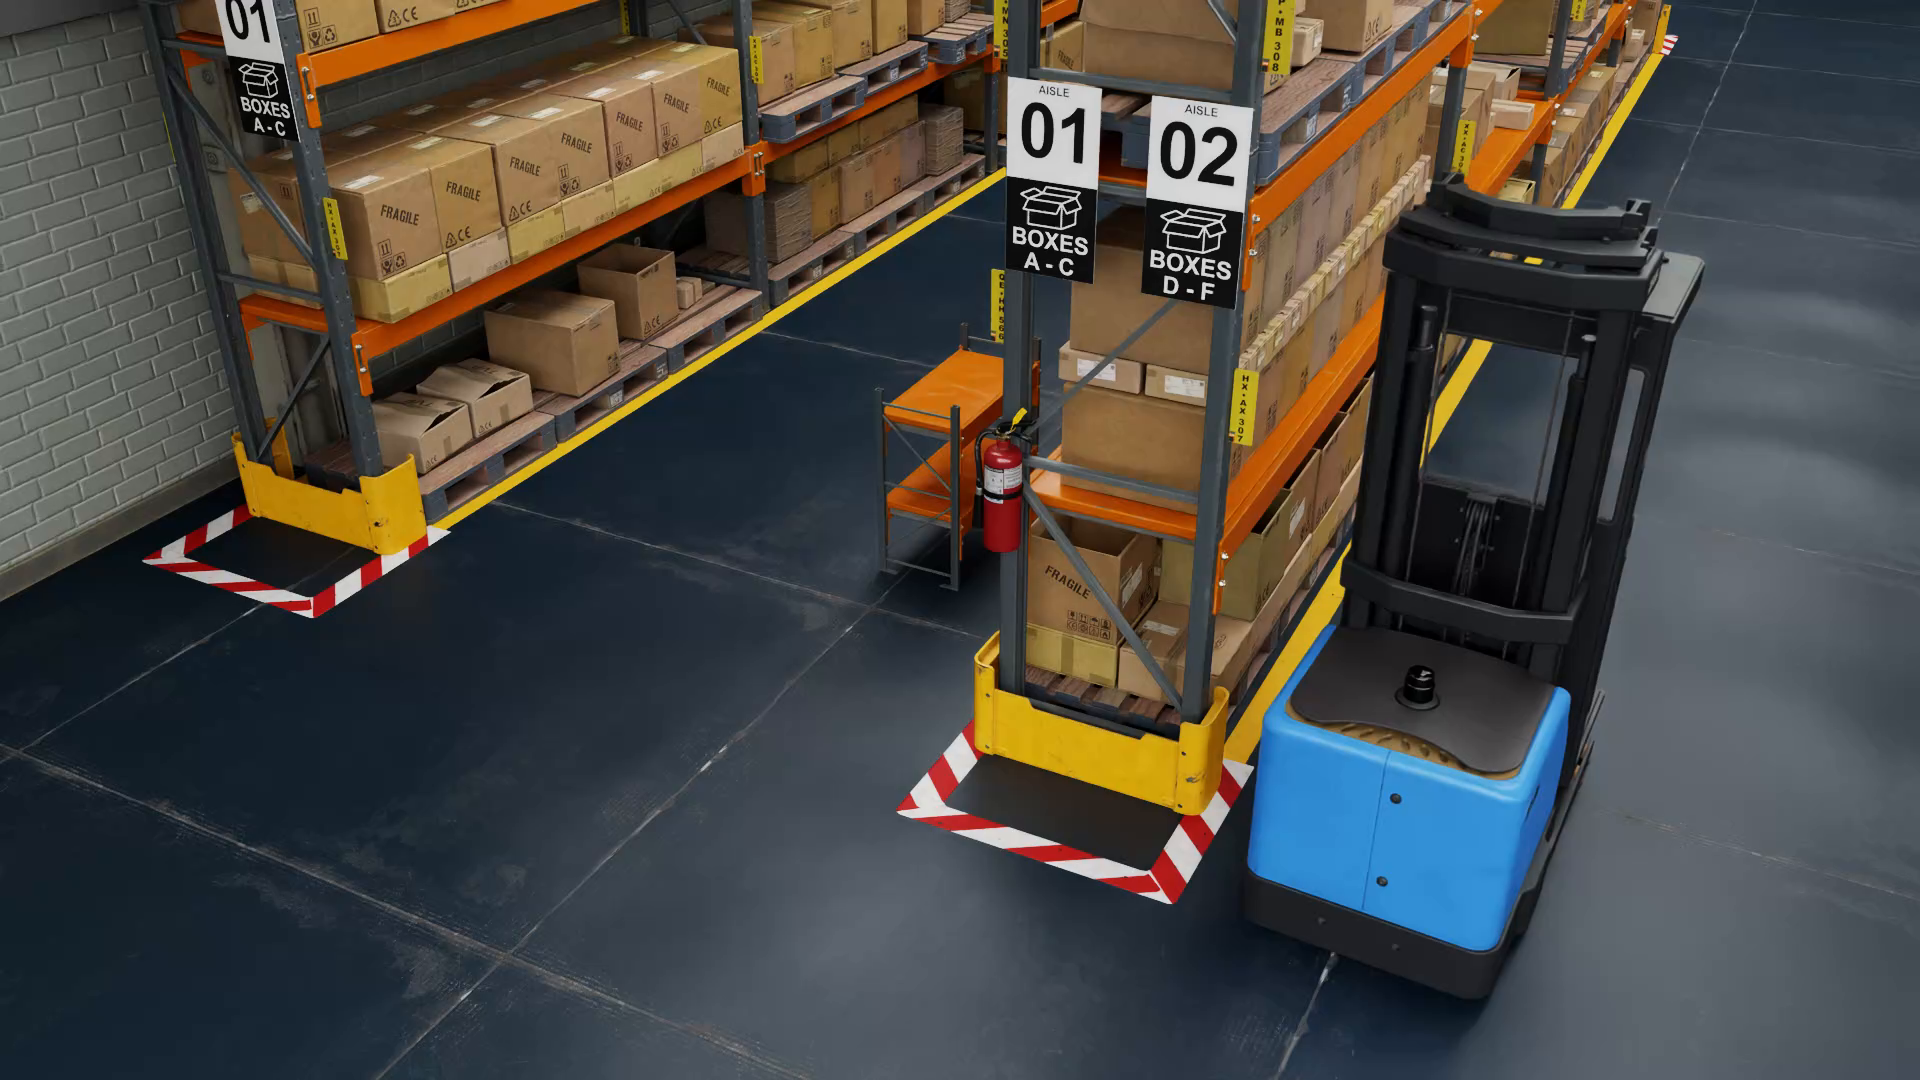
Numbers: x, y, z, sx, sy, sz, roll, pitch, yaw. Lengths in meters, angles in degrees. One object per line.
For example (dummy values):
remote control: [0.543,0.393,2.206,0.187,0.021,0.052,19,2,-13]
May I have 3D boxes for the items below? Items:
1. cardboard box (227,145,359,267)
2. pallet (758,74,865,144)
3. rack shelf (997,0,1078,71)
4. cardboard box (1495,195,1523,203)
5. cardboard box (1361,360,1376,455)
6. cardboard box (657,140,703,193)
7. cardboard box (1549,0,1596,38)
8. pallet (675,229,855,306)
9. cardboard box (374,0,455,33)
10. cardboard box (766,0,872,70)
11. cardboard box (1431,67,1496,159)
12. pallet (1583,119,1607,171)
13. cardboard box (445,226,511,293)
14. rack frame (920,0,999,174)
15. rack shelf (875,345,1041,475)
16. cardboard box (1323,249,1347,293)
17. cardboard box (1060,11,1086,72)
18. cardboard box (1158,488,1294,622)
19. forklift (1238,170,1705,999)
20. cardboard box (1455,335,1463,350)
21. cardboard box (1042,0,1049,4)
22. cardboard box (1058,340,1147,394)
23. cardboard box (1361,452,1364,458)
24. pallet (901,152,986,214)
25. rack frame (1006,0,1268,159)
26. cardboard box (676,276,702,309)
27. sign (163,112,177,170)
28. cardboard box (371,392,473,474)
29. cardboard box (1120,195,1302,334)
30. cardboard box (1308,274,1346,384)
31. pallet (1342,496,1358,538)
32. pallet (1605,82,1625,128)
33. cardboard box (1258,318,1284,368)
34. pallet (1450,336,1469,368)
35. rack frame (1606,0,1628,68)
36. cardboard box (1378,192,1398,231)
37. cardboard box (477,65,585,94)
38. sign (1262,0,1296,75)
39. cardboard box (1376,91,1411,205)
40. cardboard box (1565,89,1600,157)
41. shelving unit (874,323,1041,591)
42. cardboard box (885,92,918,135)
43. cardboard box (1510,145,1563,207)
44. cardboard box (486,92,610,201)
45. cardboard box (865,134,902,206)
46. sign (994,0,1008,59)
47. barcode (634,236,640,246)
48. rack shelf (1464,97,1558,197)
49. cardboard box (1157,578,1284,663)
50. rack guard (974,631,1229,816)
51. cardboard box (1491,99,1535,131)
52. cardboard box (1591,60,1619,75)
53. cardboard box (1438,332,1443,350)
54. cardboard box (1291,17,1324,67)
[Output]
cardboard box: [-3.731,-1.902,9.428,0.500,0.500,0.500,14,33,23]
pallet: [-1.457,-3.372,12.803,1.003,0.211,1.213,14,33,23]
rack shelf: [0.799,-5.497,17.034,1.077,0.370,4.000,14,33,23]
cardboard box: [4.049,-2.514,12.891,0.500,0.311,0.500,14,33,23]
cardboard box: [2.222,-0.868,9.836,0.500,0.500,0.500,14,33,23]
cardboard box: [-2.115,-2.595,11.388,0.500,0.250,0.500,14,33,23]
cardboard box: [5.072,-4.693,14.388,0.700,0.500,0.500,21,36,32]
pallet: [-1.581,-2.286,13.519,1.003,0.211,1.213,14,33,23]
cardboard box: [-3.105,-3.051,8.918,0.500,0.500,0.500,17,34,26]
cardboard box: [-1.139,-4.147,13.417,0.700,0.500,0.500,19,35,30]
cardboard box: [3.549,-3.097,12.030,0.500,0.500,0.500,12,32,21]
pallet: [5.785,-3.995,16.496,1.003,0.211,1.213,14,33,23]
cardboard box: [-3.028,-1.698,9.825,0.500,0.250,0.500,13,32,22]
rack frame: [-0.112,-4.923,15.310,1.000,3.000,0.127,14,33,23]
rack shelf: [0.003,-0.745,9.329,0.538,0.278,1.000,14,33,23]
cardboard box: [1.726,-1.385,8.398,0.380,0.149,0.250,15,33,24]
cardboard box: [1.127,-5.234,17.589,0.750,0.750,0.750,15,33,25]
cardboard box: [1.323,0.022,8.287,0.500,0.500,0.500,14,33,23]
forklift: [2.324,-0.182,7.124,1.130,2.935,3.031,16,33,25]
cardboard box: [3.349,-1.596,11.857,0.500,0.250,0.500,13,32,22]
cardboard box: [0.678,-5.381,16.340,0.380,0.149,0.250,15,33,24]
cardboard box: [0.659,-0.791,7.364,0.380,0.149,0.250,14,33,22]
cardboard box: [2.224,-0.543,10.022,0.500,0.250,0.500,14,33,23]
pallet: [-0.470,-3.367,15.402,1.003,0.211,1.213,14,33,23]
rack frame: [0.655,-2.856,5.687,1.000,3.000,0.127,14,33,23]
cardboard box: [-2.151,-1.868,12.394,0.380,0.166,0.250,10,31,17]
sign: [-4.242,-2.150,9.002,0.100,0.325,0.005,14,33,23]
cardboard box: [-3.361,-0.687,10.193,0.500,0.311,0.500,11,32,18]
cardboard box: [1.138,-1.322,7.637,0.700,0.500,0.500,13,32,22]
cardboard box: [1.582,-1.189,8.707,0.700,0.500,0.500,15,33,25]
pallet: [2.078,-0.475,10.365,1.003,0.211,1.213,14,33,23]
pallet: [6.435,-4.669,17.669,1.003,0.211,1.213,14,33,23]
cardboard box: [1.258,-0.932,7.609,0.380,0.149,0.250,14,33,23]
pallet: [3.333,-1.697,12.492,1.003,0.211,1.213,14,33,23]
rack frame: [6.121,-5.574,16.444,1.000,3.000,0.127,14,33,23]
cardboard box: [2.194,-1.840,9.191,0.380,0.149,0.250,14,33,23]
cardboard box: [-2.805,-2.809,11.007,0.500,0.500,0.500,15,33,25]
sign: [1.146,-1.840,5.972,0.100,0.325,0.005,14,33,23]
cardboard box: [2.052,-2.211,9.185,0.700,0.500,0.500,14,33,23]
cardboard box: [5.690,-3.958,15.698,0.500,0.500,0.500,15,33,24]
shelving unit: [0.003,-0.491,9.475,0.538,1.125,1.048,14,33,23]
cardboard box: [-0.709,-3.785,14.645,0.500,0.250,0.500,15,33,24]
cardboard box: [4.761,-3.044,14.108,0.500,0.500,0.500,16,33,25]
cardboard box: [-2.572,-2.465,10.407,0.500,0.500,0.500,15,33,25]
cardboard box: [-0.933,-3.270,14.500,0.700,0.500,0.500,14,33,23]
sign: [0.178,-2.034,6.458,0.100,0.325,0.005,14,33,23]
barcode: [-2.394,-2.210,12.334,0.001,0.075,0.075,14,33,23]
rack shelf: [3.388,-2.602,11.992,1.077,0.370,4.000,14,33,23]
cardboard box: [1.322,0.346,8.474,0.500,0.250,0.500,14,33,23]
rack guard: [0.644,0.840,7.784,1.175,0.500,0.348,14,33,23]
cardboard box: [4.136,-3.230,12.615,0.380,0.149,0.250,14,33,23]
cardboard box: [6.890,-5.059,17.951,0.380,0.166,0.250,14,33,23]
cardboard box: [2.887,-1.387,10.930,0.500,0.311,0.500,14,33,23]
cardboard box: [1.348,-2.170,7.195,0.380,0.149,0.250,14,33,23]
